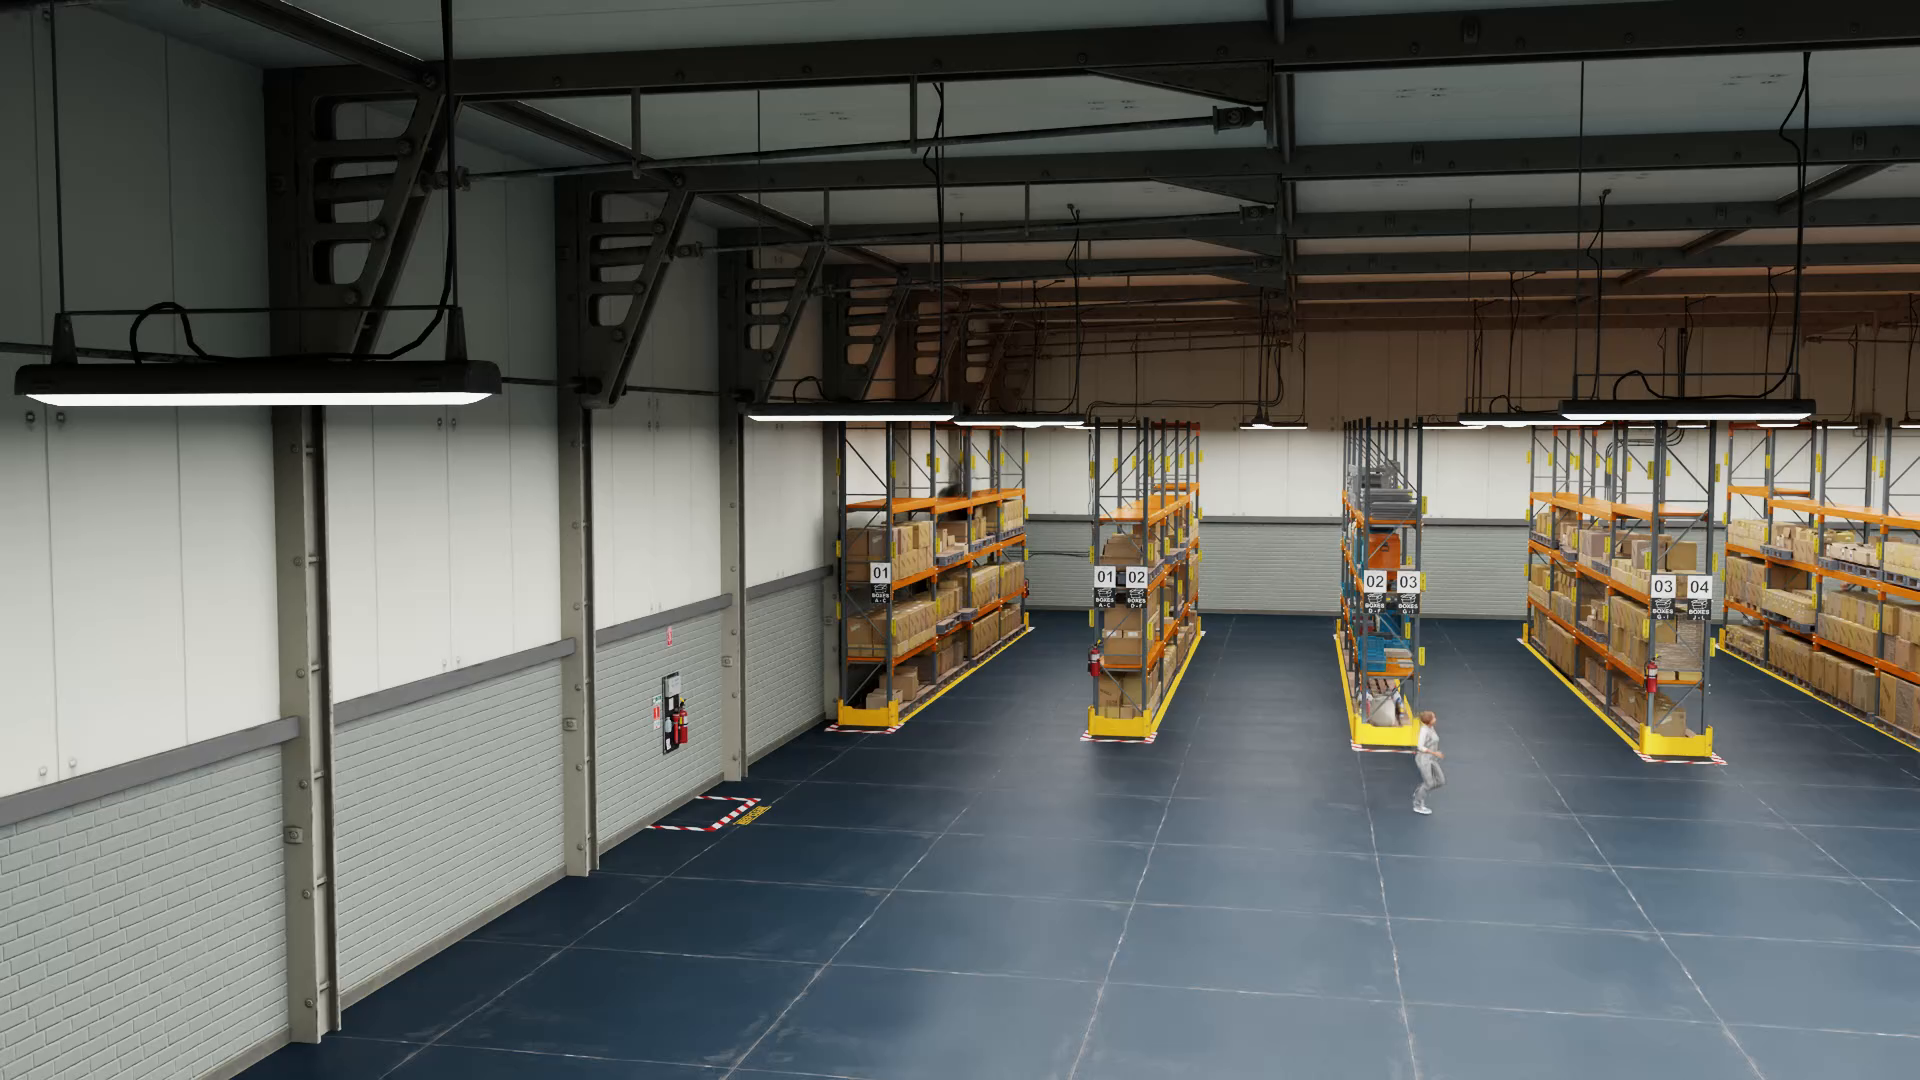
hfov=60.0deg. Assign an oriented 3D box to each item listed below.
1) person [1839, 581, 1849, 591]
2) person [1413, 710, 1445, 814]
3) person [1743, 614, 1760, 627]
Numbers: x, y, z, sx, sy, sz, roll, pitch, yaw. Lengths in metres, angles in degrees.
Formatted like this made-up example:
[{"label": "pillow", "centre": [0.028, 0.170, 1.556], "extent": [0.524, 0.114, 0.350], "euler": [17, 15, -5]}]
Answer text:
[{"label": "person", "centre": [23.862, 1.947, 44.857], "extent": [0.865, 1.755, 0.721], "euler": [1, 4, 11]}, {"label": "person", "centre": [7.012, 3.323, 24.848], "extent": [0.511, 1.561, 0.525], "euler": [3, 5, 35]}, {"label": "person", "centre": [21.540, 1.908, 44.954], "extent": [0.877, 1.843, 0.643], "euler": [0, 4, -2]}]
